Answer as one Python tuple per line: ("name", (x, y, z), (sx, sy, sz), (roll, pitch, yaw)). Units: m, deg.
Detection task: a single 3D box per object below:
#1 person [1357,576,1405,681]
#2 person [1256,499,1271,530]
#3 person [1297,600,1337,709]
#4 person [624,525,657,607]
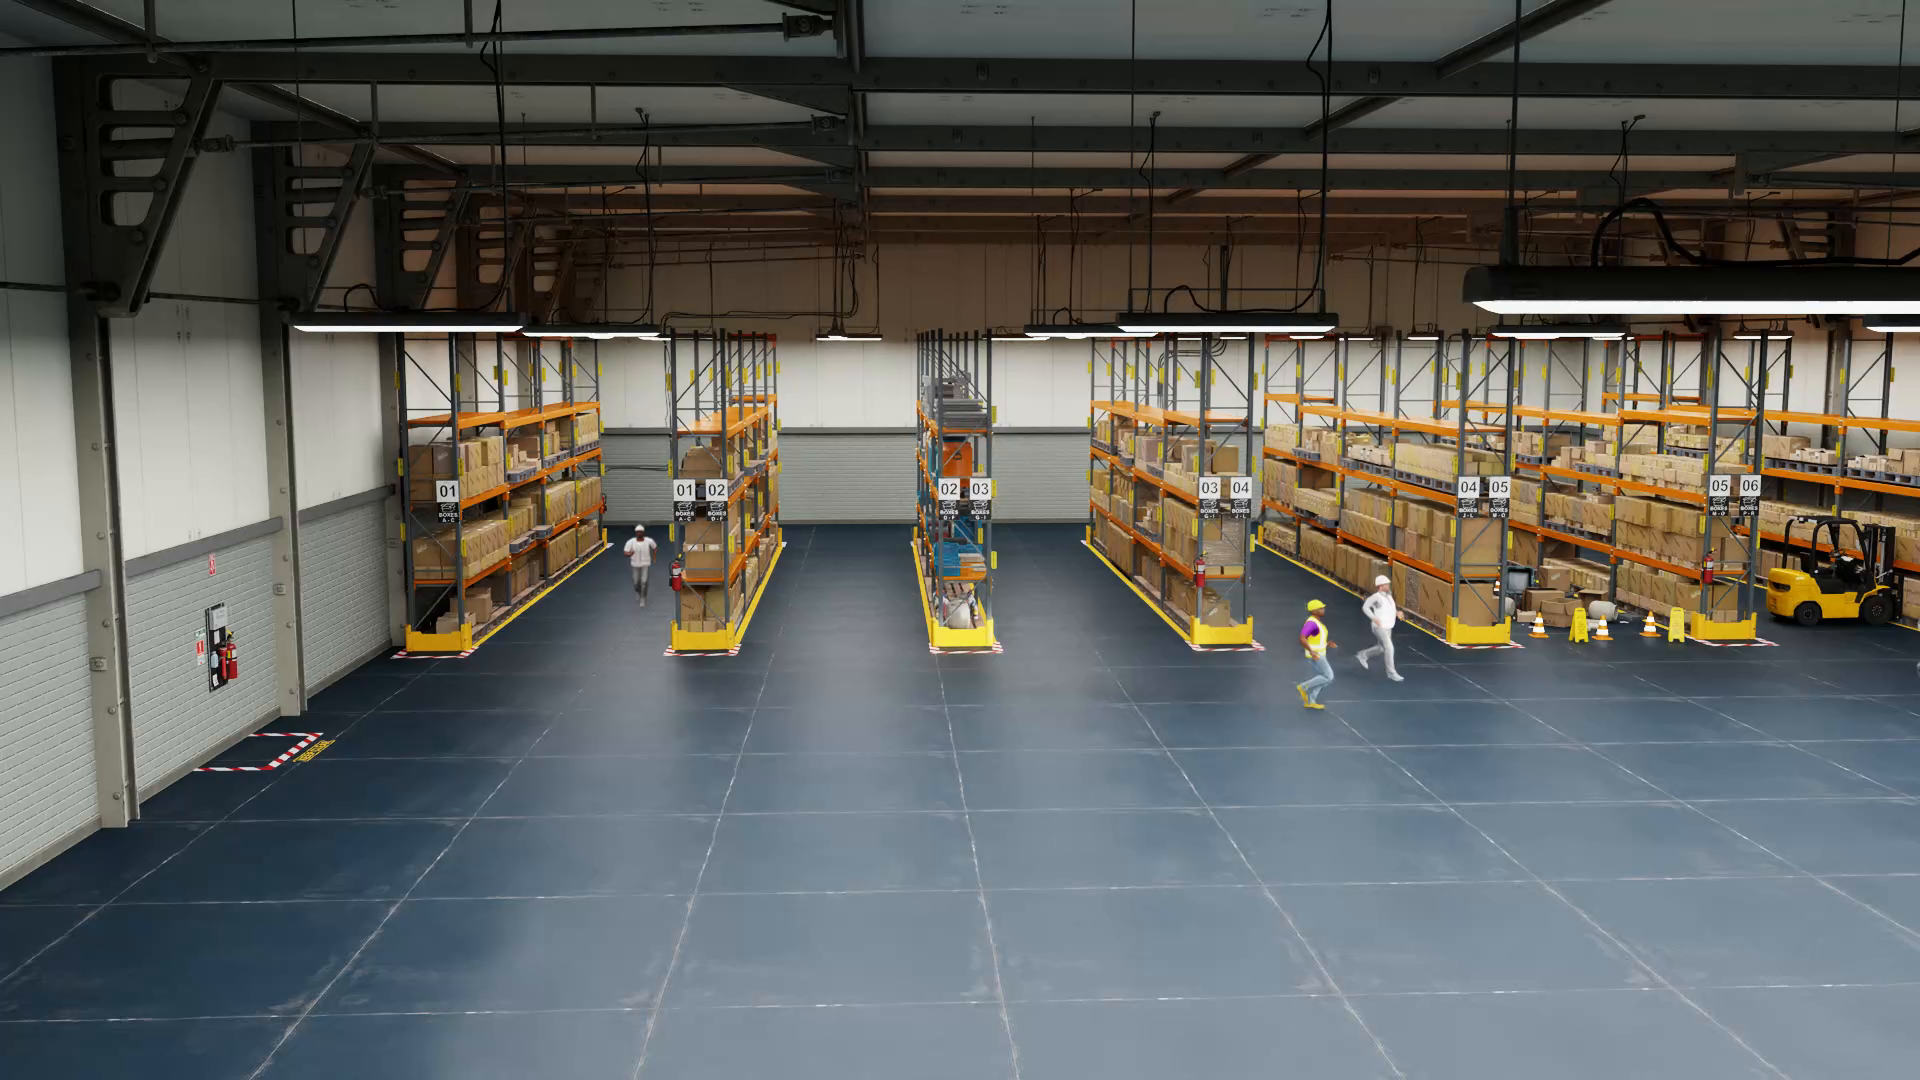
("person", (7.222, 1.493, 28.547), (0.925, 1.778, 0.663), (6, 9, 40))
("person", (9.011, -0.841, 49.262), (0.492, 1.536, 0.651), (2, 7, 20))
("person", (5.615, 1.799, 26.122), (0.580, 1.721, 0.699), (2, 7, 18))
("person", (-6.973, 0.549, 36.293), (0.703, 1.747, 0.987), (-1, 7, -5))
